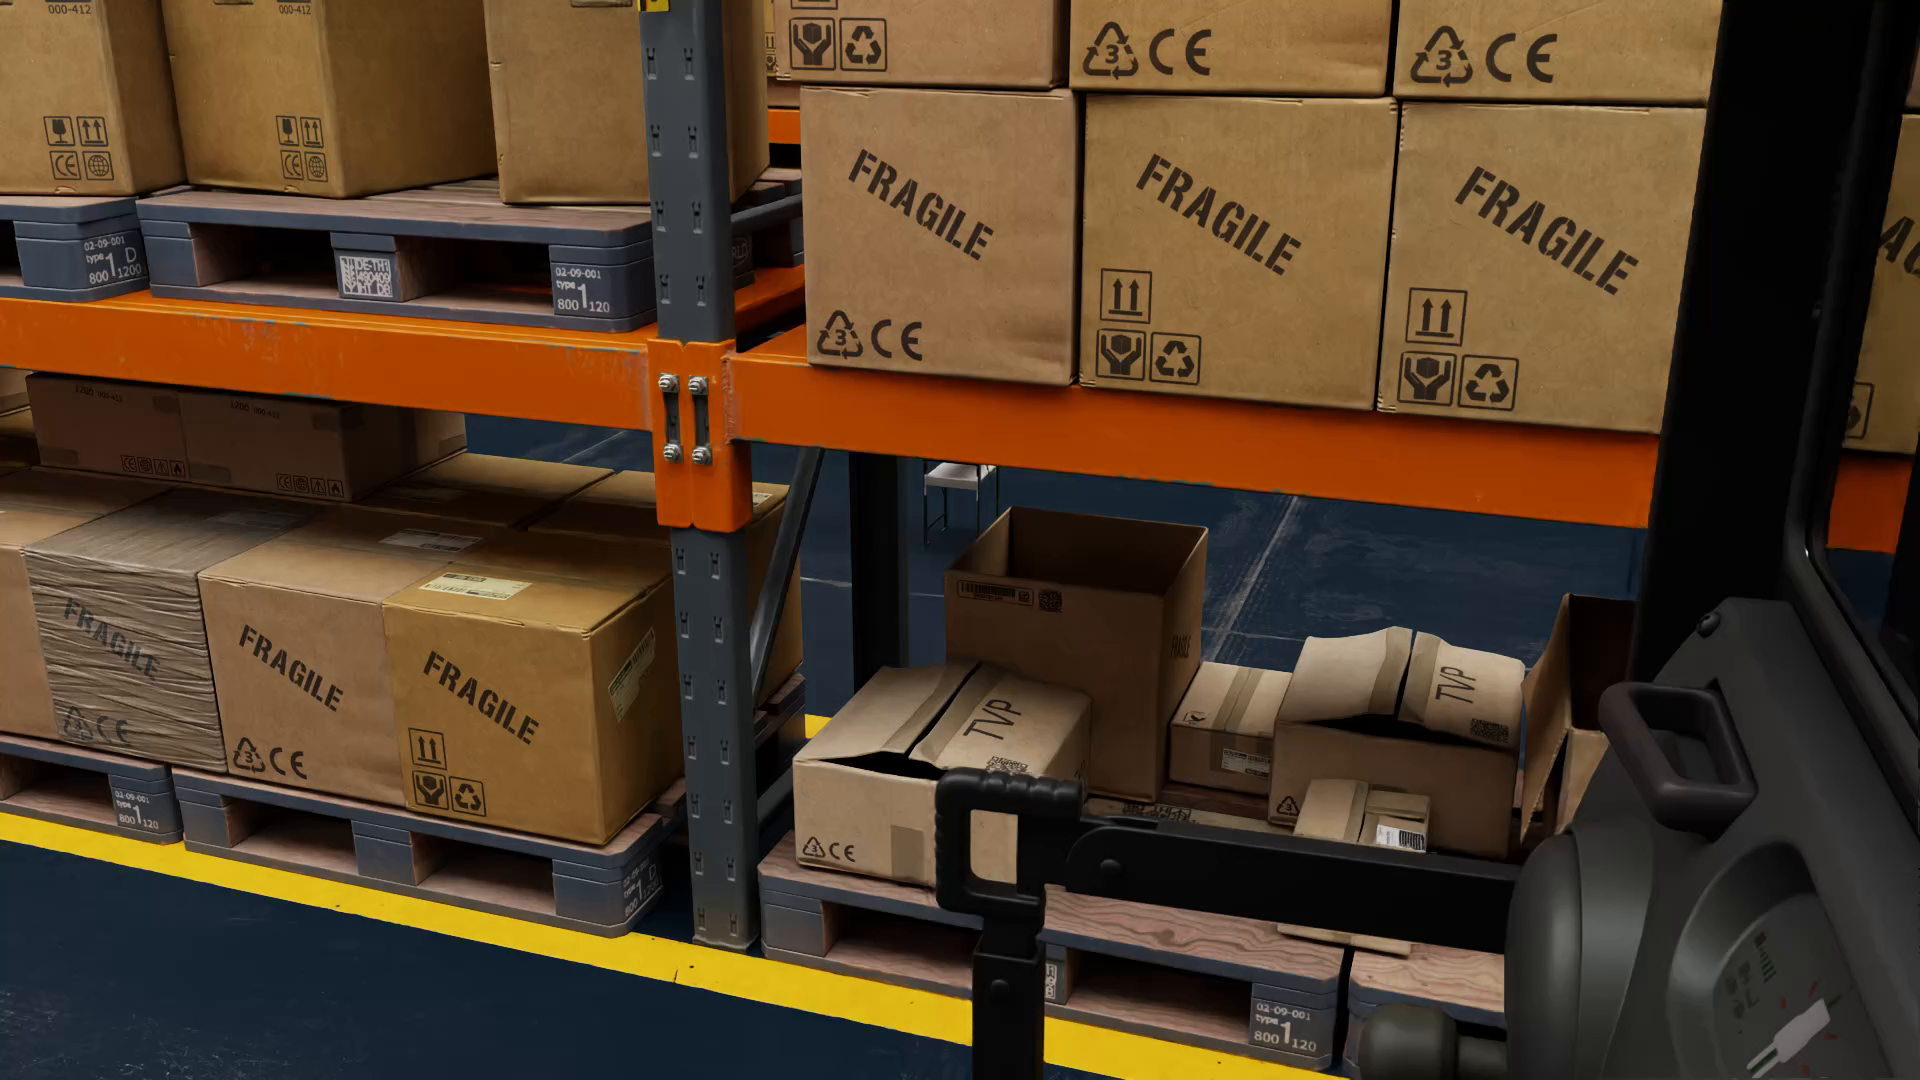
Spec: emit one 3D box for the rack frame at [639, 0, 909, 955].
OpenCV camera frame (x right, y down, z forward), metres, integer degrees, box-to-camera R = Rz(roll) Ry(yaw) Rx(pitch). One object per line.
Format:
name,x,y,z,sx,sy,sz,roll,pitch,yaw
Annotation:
rack frame,-0.352,-0.695,3.512,0.127,3.000,1.000,7,20,18

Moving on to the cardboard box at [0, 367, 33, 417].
cardboard box,-3.115,-0.475,4.873,0.500,0.250,0.500,7,21,20

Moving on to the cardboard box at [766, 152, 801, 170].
cardboard box,-1.031,-1.634,8.834,0.750,0.750,0.750,6,20,18

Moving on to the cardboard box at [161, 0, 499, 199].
cardboard box,-1.396,-1.115,3.929,0.500,0.500,0.700,10,22,27

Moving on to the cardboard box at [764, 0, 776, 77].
cardboard box,-0.679,-2.565,8.244,0.500,0.500,0.500,7,20,20

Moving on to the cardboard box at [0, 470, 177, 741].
cardboard box,-2.331,0.149,4.220,0.500,0.500,0.500,6,20,16

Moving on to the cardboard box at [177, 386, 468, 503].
cardboard box,-1.673,-0.312,4.405,0.500,0.250,0.500,7,20,18

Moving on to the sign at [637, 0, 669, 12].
sign,-0.530,-1.068,2.825,0.005,0.325,0.100,7,20,18

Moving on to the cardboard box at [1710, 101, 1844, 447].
cardboard box,1.478,-0.439,2.625,0.500,0.500,0.500,6,20,17

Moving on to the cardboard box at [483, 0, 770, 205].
cardboard box,-0.726,-1.061,3.773,0.500,0.500,0.700,0,19,0

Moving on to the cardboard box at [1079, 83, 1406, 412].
cardboard box,0.525,-0.548,2.939,0.500,0.500,0.500,7,20,19

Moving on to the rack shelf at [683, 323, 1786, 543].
rack shelf,1.538,-0.139,3.010,4.000,0.370,1.077,7,20,18

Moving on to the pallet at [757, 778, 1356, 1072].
pallet,0.297,0.697,3.757,1.213,0.211,1.003,7,20,18

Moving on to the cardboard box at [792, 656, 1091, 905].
cardboard box,-0.026,0.480,3.559,0.500,0.311,0.500,7,20,18

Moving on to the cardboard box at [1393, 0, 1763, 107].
cardboard box,0.974,-0.964,2.615,0.500,0.500,0.500,6,20,16

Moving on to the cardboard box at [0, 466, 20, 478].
cardboard box,-2.825,0.094,4.377,0.500,0.500,0.500,6,20,17

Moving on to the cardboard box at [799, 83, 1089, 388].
cardboard box,0.040,-0.602,3.094,0.500,0.500,0.500,7,20,19

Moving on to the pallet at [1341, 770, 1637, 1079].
pallet,1.453,0.828,3.381,1.213,0.211,1.003,7,20,18

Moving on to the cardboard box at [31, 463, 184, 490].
cardboard box,-2.183,-0.015,4.692,0.500,0.500,0.500,6,20,16

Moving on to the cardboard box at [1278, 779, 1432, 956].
cardboard box,0.794,0.638,3.324,0.250,0.166,0.380,7,20,18

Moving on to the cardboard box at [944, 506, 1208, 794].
cardboard box,0.280,0.251,3.927,0.500,0.500,0.500,7,20,18

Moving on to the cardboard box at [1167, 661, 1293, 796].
cardboard box,0.654,0.439,3.922,0.250,0.149,0.380,7,20,18

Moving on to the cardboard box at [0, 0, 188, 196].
cardboard box,-2.041,-1.112,3.919,0.500,0.500,0.700,1,19,4

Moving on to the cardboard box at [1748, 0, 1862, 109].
cardboard box,1.462,-0.909,2.455,0.500,0.500,0.500,7,20,20

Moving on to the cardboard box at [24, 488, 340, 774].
cardboard box,-1.850,0.203,4.065,0.500,0.500,0.500,7,20,19

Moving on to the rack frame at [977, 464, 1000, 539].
rack frame,0.104,-0.413,5.894,0.006,0.900,0.240,7,20,18

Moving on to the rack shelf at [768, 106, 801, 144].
rack shelf,-0.619,-2.112,8.670,4.000,0.370,1.077,7,20,18

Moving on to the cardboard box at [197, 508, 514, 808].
cardboard box,-1.376,0.258,3.909,0.500,0.500,0.500,7,20,18

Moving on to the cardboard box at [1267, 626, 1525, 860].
cardboard box,0.988,0.422,3.726,0.500,0.311,0.500,7,20,18

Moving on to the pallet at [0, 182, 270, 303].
pallet,-2.292,-0.827,4.184,1.213,0.211,1.003,7,20,18

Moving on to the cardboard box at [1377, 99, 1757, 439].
cardboard box,0.997,-0.493,2.782,0.500,0.500,0.500,6,20,18

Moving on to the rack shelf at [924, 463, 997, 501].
rack shelf,0.008,-0.223,5.996,0.200,0.077,0.258,7,20,18

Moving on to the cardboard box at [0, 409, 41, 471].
cardboard box,-2.681,-0.070,4.849,0.500,0.500,0.500,6,20,16

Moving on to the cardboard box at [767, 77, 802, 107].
cardboard box,-0.820,-2.288,8.435,0.250,0.149,0.380,7,20,18

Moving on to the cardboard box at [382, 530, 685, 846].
cardboard box,-0.912,0.314,3.748,0.500,0.500,0.500,6,20,18

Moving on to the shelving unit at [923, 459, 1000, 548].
shelving unit,0.008,-0.424,5.926,0.210,0.900,0.258,7,20,18

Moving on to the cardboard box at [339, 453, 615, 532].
cardboard box,-1.236,0.096,4.373,0.500,0.500,0.500,7,20,19

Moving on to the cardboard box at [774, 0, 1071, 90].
cardboard box,0.001,-1.076,2.934,0.500,0.500,0.500,7,20,19

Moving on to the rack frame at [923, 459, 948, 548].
rack frame,-0.088,-0.435,5.957,0.006,0.900,0.240,7,20,18

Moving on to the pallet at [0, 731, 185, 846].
pallet,-2.289,0.415,4.566,1.213,0.211,1.003,7,20,18

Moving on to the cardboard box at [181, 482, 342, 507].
cardboard box,-1.706,0.039,4.535,0.500,0.500,0.500,7,20,19

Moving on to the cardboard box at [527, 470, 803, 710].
cardboard box,-0.729,0.150,4.218,0.500,0.500,0.500,6,20,16

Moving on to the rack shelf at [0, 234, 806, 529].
rack shelf,-2.241,-0.571,4.250,4.000,0.370,1.077,7,20,18

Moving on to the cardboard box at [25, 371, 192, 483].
cardboard box,-2.147,-0.366,4.560,0.500,0.250,0.500,6,20,17

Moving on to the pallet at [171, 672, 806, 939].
pallet,-1.132,0.546,4.189,1.213,0.211,1.003,7,20,18

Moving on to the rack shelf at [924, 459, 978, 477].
rack shelf,0.008,-0.308,5.966,0.200,0.077,0.258,7,20,18

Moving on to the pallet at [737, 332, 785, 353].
pallet,-0.639,-1.110,8.939,1.213,0.211,1.003,7,20,18

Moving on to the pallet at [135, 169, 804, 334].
pallet,-1.071,-0.724,3.888,1.213,0.211,1.003,7,20,18

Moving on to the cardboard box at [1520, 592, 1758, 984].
cardboard box,1.425,0.478,3.273,0.637,0.503,0.797,7,20,18

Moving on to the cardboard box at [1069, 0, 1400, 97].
cardboard box,0.489,-1.020,2.774,0.500,0.500,0.500,6,20,16
